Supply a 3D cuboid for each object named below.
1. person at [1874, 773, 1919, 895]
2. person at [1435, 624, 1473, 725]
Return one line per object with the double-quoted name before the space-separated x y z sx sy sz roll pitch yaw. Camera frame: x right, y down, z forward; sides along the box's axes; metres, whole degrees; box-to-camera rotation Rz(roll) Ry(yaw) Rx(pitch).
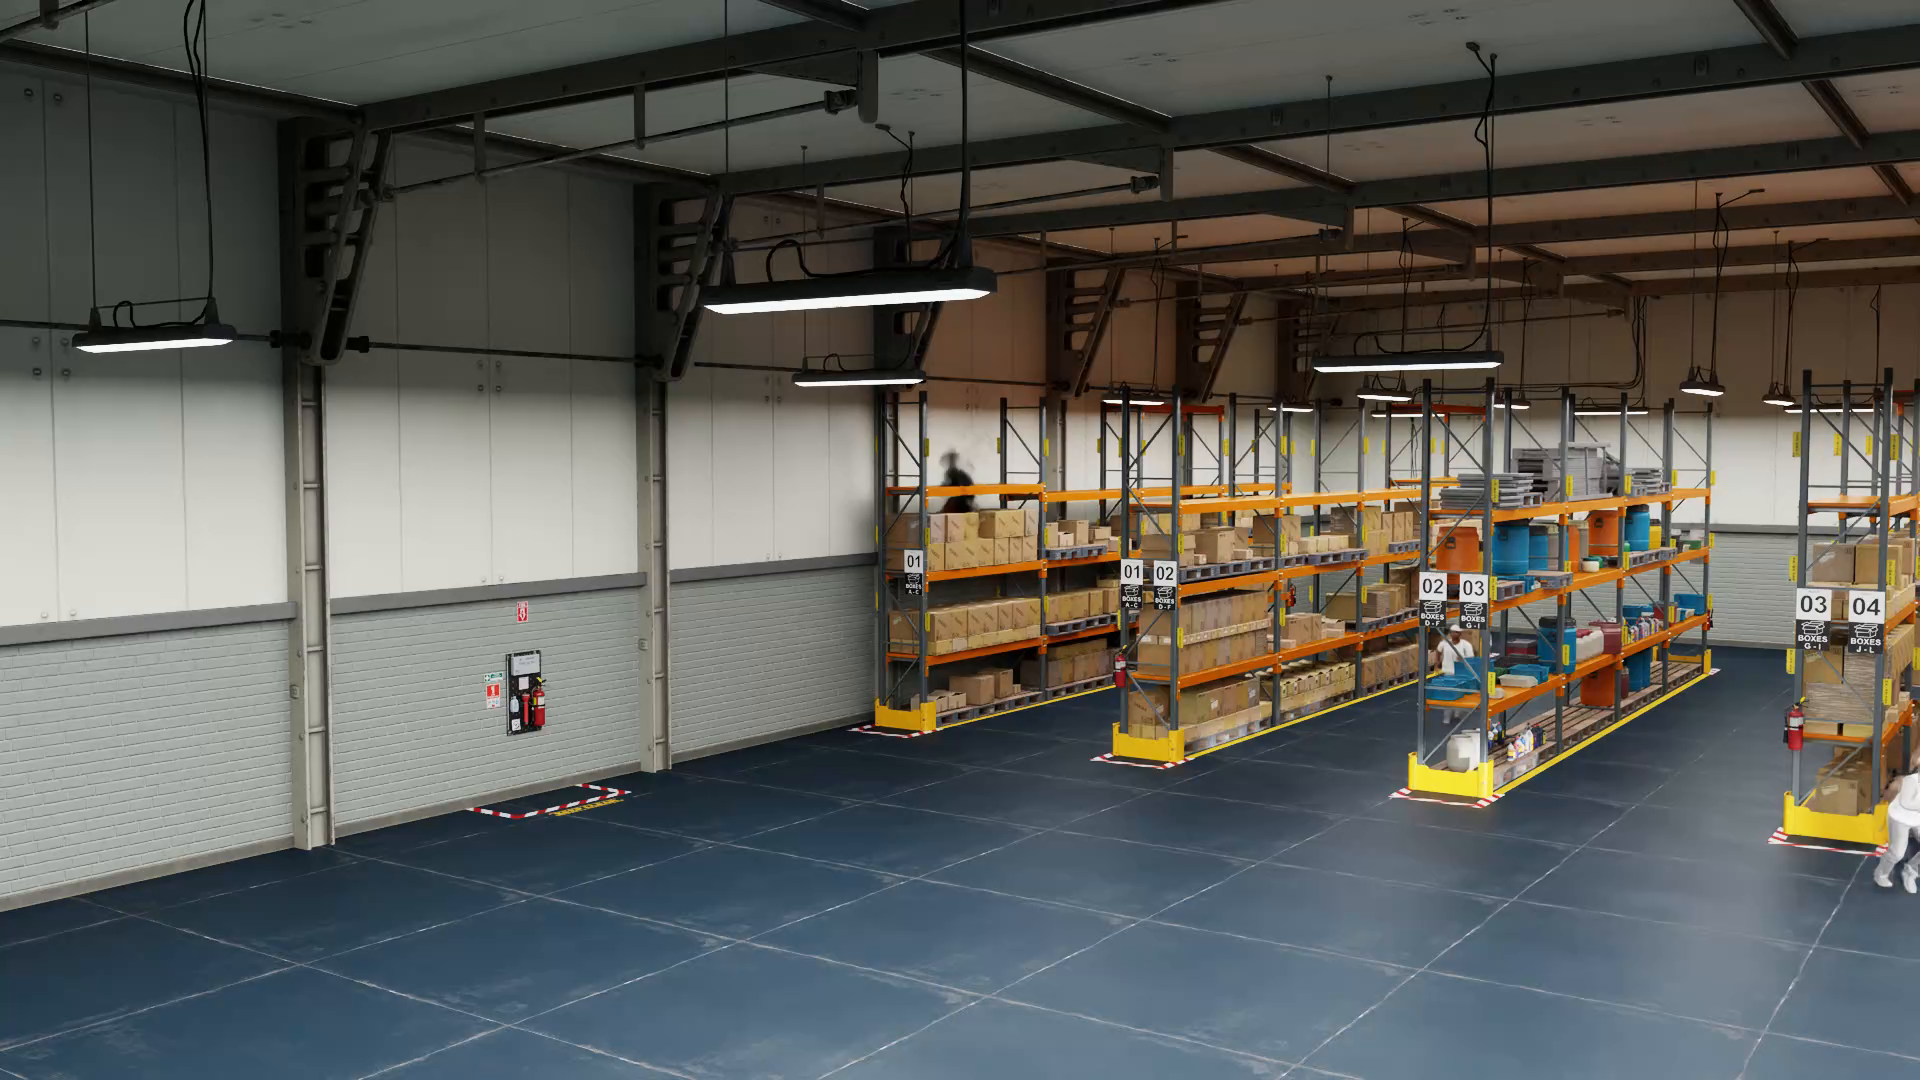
"person" 10.674 3.145 18.582 0.685 1.636 0.953 -1 3 -17
"person" 8.984 2.442 30.233 0.669 1.828 0.766 1 3 20
